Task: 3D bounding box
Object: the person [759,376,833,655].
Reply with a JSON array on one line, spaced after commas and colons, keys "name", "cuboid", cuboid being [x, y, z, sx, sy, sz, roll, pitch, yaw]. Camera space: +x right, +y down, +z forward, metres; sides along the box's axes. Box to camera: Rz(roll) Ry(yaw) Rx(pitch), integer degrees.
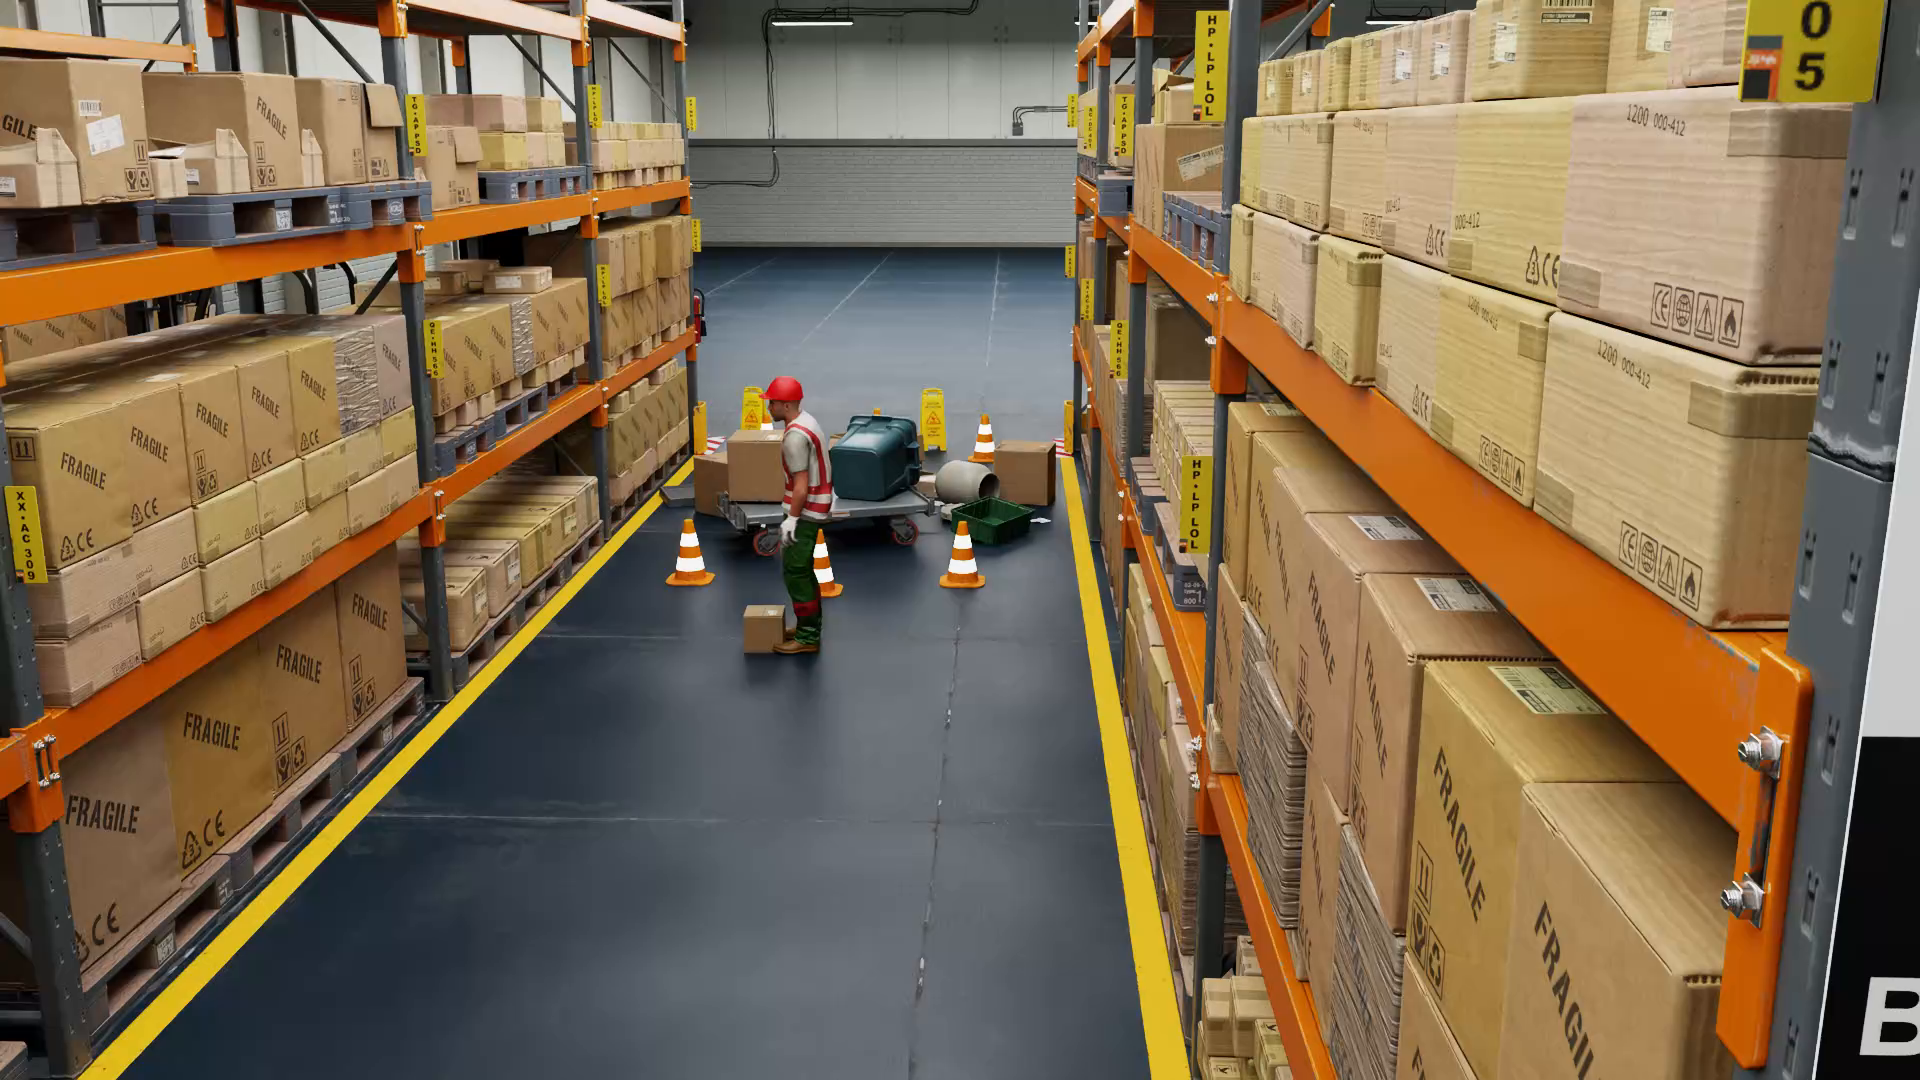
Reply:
[{"name": "person", "cuboid": [-1.038, -0.165, 10.641, 0.452, 1.778, 0.607, 0, 14, 2]}]
